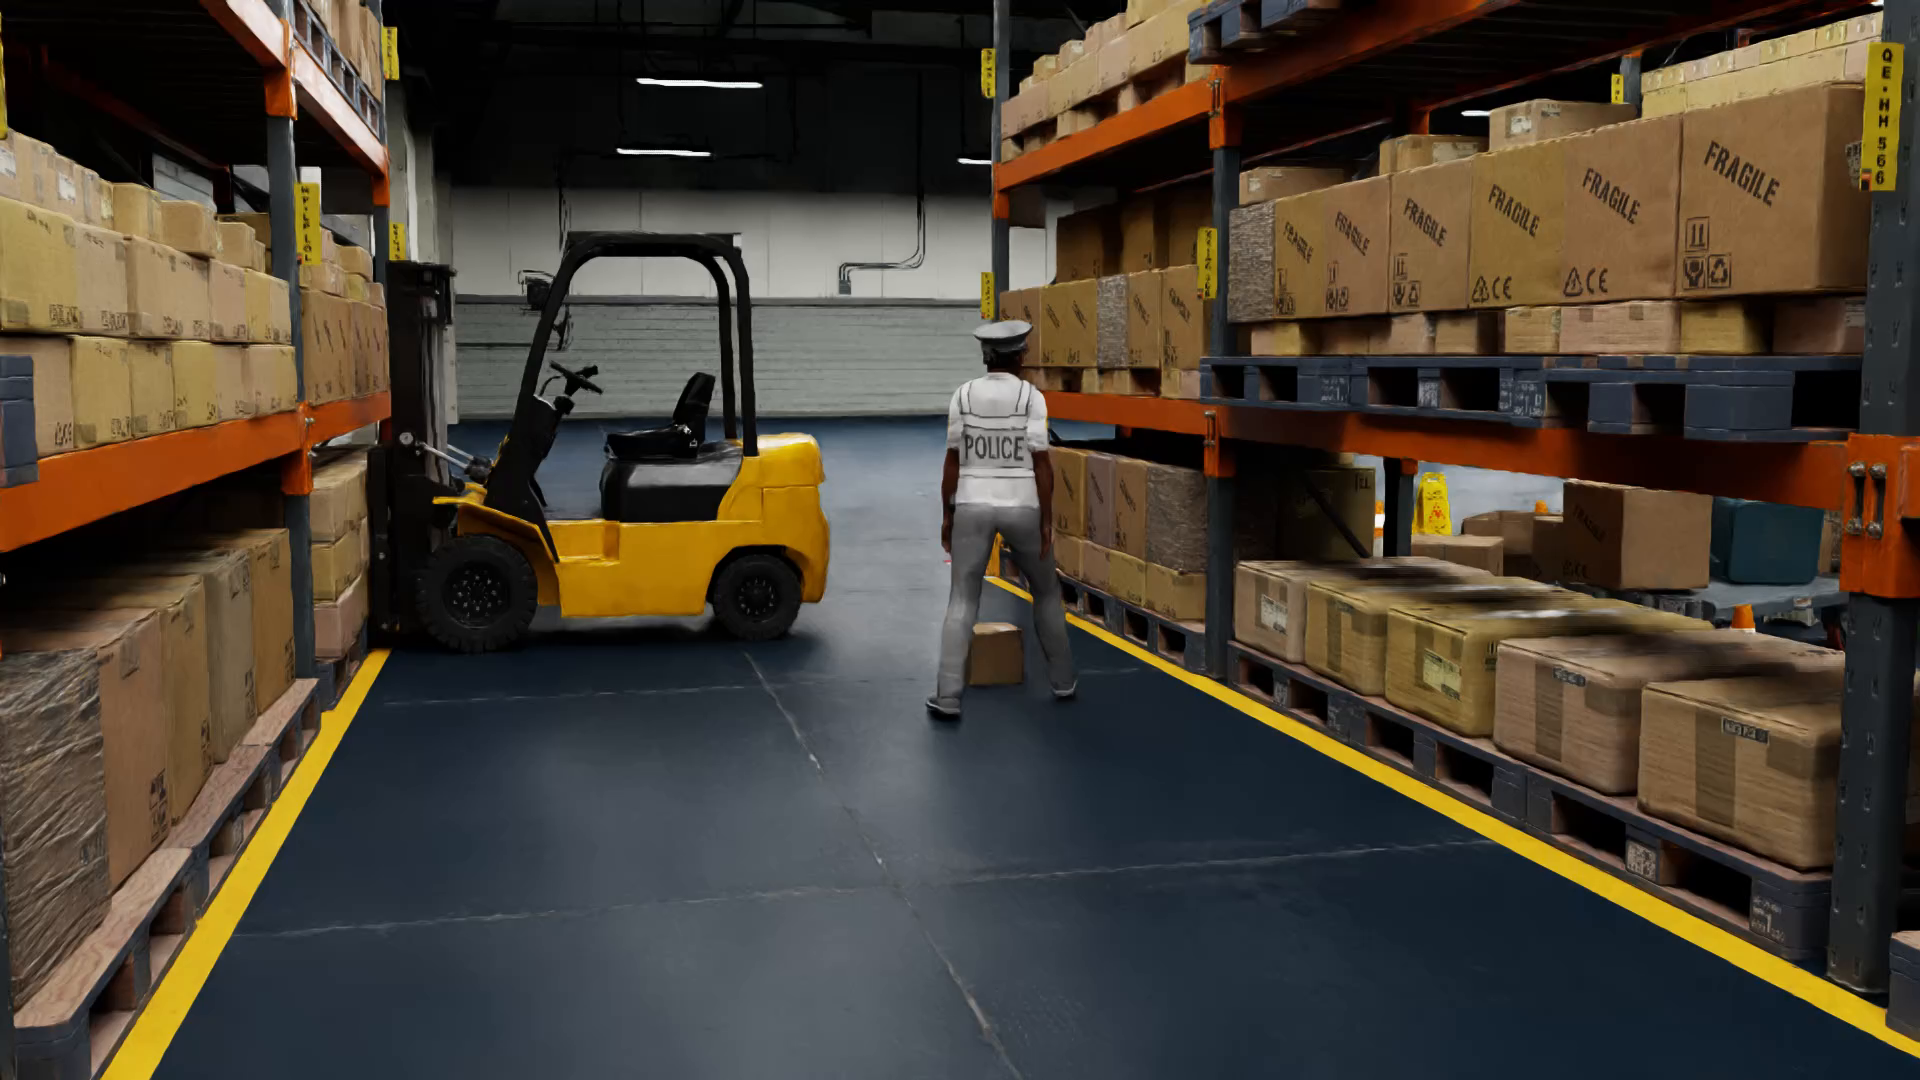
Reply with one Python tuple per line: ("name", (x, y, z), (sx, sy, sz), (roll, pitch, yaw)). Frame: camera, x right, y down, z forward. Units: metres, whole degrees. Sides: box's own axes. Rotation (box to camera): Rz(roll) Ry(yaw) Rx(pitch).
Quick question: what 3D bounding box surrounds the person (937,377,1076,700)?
("person", (0.206, -0.018, 7.059), (0.534, 1.321, 0.595), (1, 6, 10))
